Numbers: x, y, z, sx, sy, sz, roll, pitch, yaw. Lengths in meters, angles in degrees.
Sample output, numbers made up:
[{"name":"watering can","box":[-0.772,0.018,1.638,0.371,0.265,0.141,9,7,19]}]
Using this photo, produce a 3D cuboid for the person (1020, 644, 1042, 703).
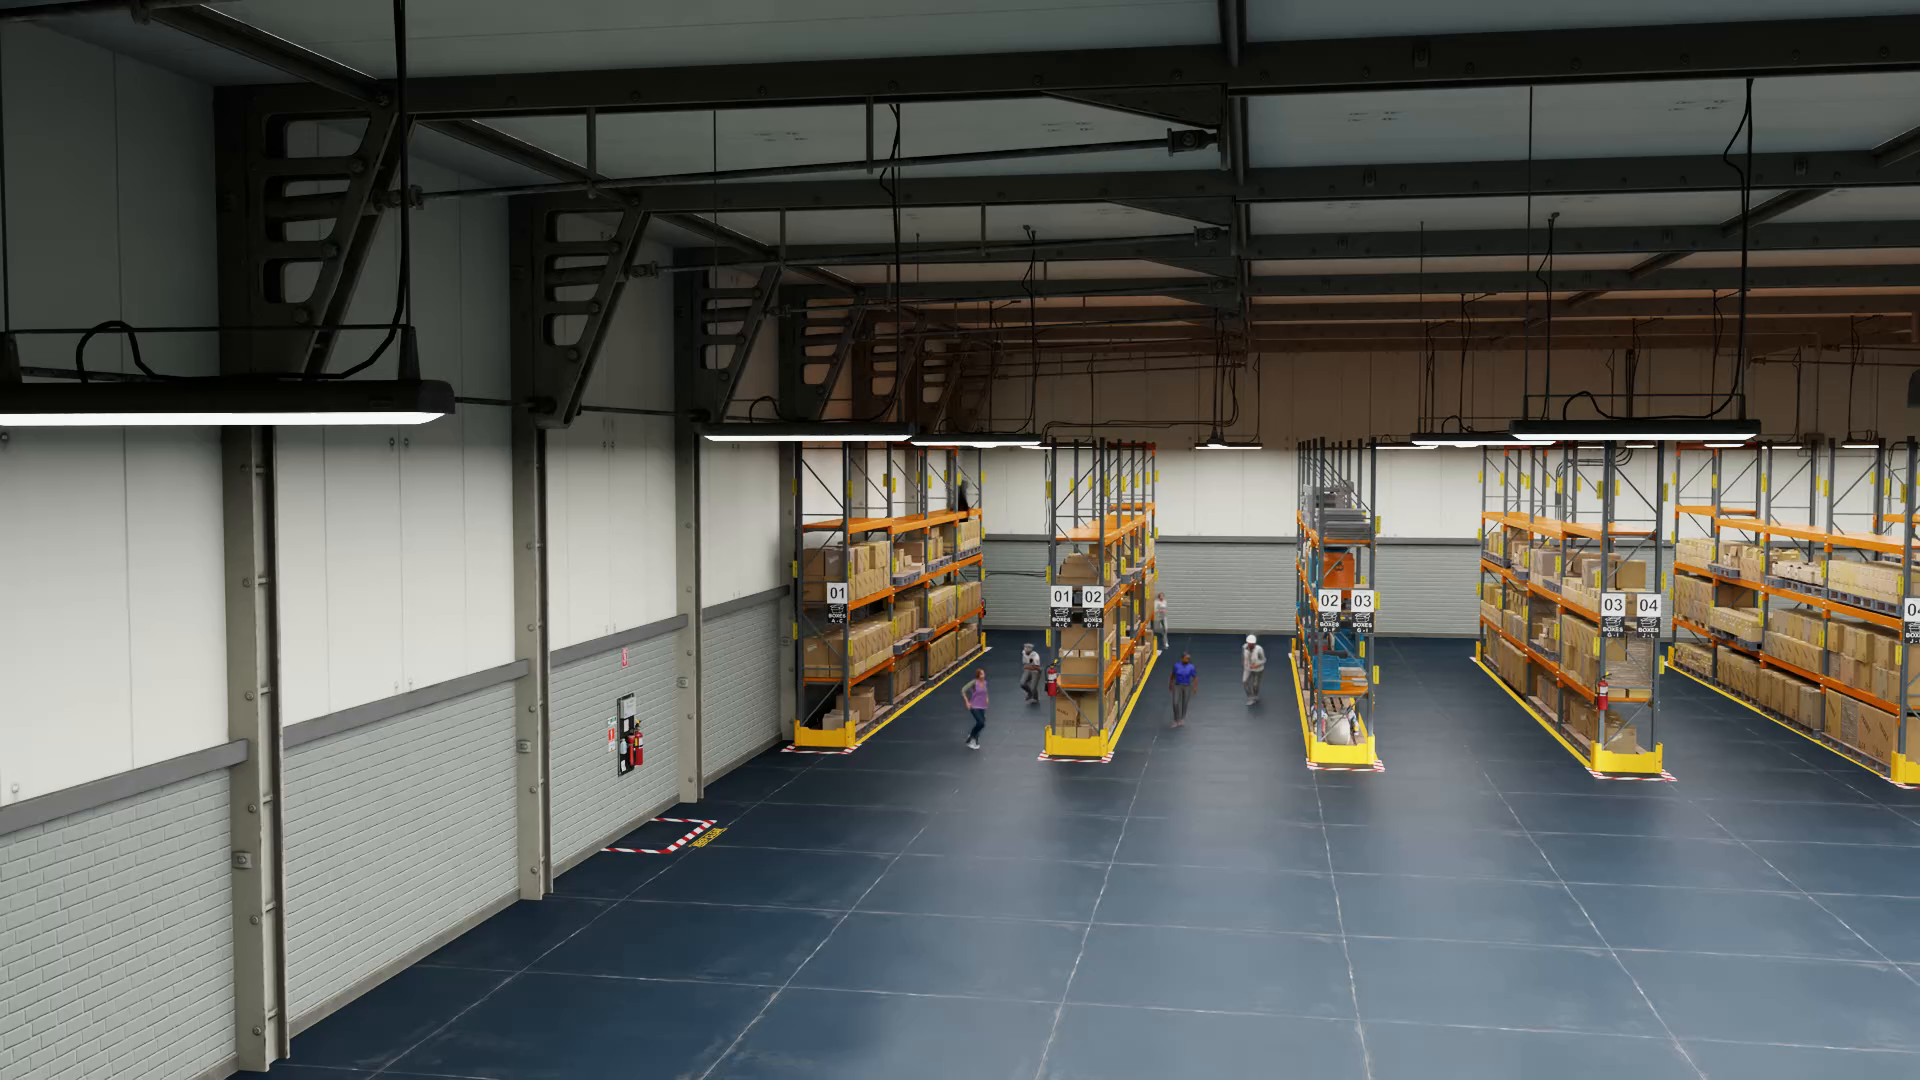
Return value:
[{"name":"person","box":[1.597,3.017,37.570,0.598,1.411,0.971,2,3,29]}]

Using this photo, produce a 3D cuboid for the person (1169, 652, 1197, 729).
[{"name":"person","box":[4.648,3.107,34.629,0.560,1.618,0.744,0,3,2]}]

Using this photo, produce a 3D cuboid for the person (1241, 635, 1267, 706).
[{"name":"person","box":[6.666,2.907,37.646,0.663,1.607,1.075,1,3,24]}]

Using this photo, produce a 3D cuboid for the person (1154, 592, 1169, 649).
[{"name":"person","box":[5.846,2.333,48.630,0.538,1.626,0.822,-2,3,-27]}]

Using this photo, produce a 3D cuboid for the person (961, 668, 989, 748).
[{"name":"person","box":[0.321,3.238,31.991,0.586,1.561,0.525,-2,4,-38]}]
